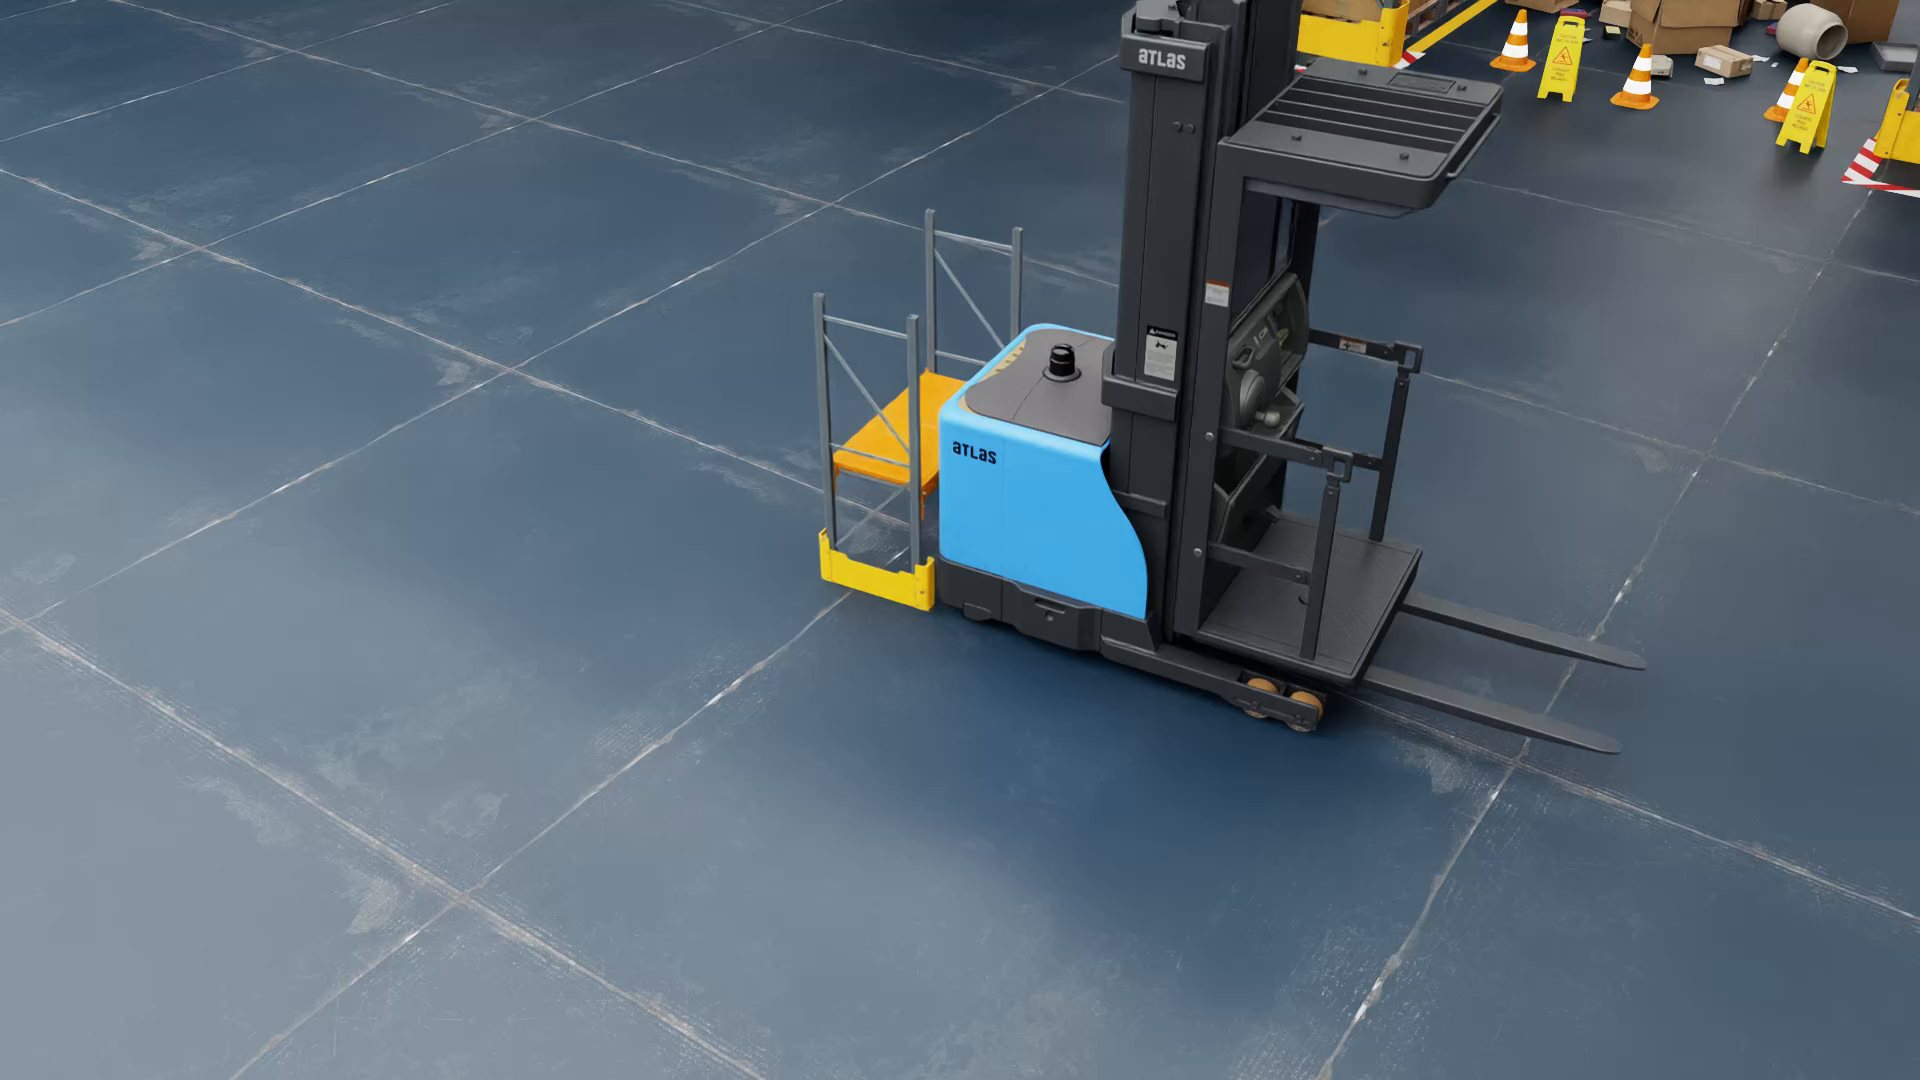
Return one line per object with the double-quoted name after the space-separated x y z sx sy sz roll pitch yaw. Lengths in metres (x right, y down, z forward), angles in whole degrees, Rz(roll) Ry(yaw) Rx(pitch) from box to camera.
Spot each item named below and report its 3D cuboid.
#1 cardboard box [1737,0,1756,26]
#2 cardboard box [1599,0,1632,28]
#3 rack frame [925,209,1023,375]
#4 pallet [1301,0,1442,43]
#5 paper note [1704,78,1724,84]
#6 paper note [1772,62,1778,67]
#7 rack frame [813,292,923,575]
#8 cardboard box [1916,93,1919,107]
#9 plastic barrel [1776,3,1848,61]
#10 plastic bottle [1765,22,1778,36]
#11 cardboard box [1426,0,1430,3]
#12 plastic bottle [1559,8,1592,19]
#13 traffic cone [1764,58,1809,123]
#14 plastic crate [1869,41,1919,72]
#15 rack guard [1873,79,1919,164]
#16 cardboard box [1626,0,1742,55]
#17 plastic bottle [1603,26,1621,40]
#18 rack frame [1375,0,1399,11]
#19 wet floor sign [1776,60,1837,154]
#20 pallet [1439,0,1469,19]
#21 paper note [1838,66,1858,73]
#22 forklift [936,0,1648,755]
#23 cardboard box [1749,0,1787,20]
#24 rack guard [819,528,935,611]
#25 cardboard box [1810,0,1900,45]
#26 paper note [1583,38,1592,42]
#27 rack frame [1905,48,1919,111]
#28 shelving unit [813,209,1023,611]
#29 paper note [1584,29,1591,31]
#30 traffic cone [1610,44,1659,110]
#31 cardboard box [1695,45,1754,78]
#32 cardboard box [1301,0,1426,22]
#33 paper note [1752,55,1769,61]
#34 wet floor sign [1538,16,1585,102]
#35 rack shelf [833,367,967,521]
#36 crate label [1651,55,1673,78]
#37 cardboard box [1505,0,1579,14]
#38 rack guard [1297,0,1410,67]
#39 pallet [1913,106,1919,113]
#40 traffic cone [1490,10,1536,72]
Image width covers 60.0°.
6.854 -5.073 15.181 0.797 0.637 0.503 21 39 28 "cardboard box"
6.096 -4.864 15.206 0.396 0.266 0.258 29 44 36 "cardboard box"
0.064 -0.880 8.212 0.500 1.500 0.032 16 37 22 "rack frame"
3.674 -4.773 15.120 1.003 0.211 1.213 21 39 28 "pallet"
6.310 -3.842 13.904 0.148 0.019 0.142 8 35 12 "paper note"
6.995 -4.081 14.276 0.032 0.001 0.123 21 39 28 "paper note"
-0.401 -0.373 7.463 0.500 1.500 0.032 16 37 22 "rack frame"
7.660 -3.505 12.834 0.500 0.250 0.500 21 39 28 "cardboard box"
7.340 -4.368 14.331 0.421 0.421 0.512 -9 35 -13 "plastic barrel"
7.410 -4.629 15.041 0.133 0.061 0.283 29 44 36 "plastic bottle"
4.114 -5.568 15.328 0.875 0.875 0.875 21 39 27 "cardboard box"
5.705 -4.876 15.405 0.283 0.061 0.133 8 35 12 "plastic bottle"
6.592 -3.560 13.101 0.336 0.463 0.334 21 39 28 "traffic cone"
8.118 -4.172 14.347 0.402 0.080 0.583 8 35 12 "plastic crate"
7.450 -3.000 12.240 1.175 0.500 0.348 21 39 28 "rack guard"
6.328 -4.584 14.579 0.797 0.503 0.637 -3 34 -4 "cardboard box"
5.857 -4.568 14.950 0.133 0.061 0.283 8 35 12 "plastic bottle"
3.282 -5.535 13.758 1.000 3.000 0.127 21 39 28 "rack frame"
6.419 -3.280 12.524 0.232 0.644 0.267 -22 40 -29 "wet floor sign"
4.370 -5.332 15.947 1.003 0.211 1.213 21 39 28 "pallet"
7.563 -4.013 14.156 0.142 0.019 0.148 8 35 12 "paper note"
1.437 -0.744 6.734 3.031 2.935 1.130 17 37 23 "forklift"
7.459 -5.020 15.436 0.258 0.266 0.396 -3 34 -4 "cardboard box"
-0.392 0.135 7.827 0.587 0.250 0.087 16 37 22 "rack guard"
7.958 -4.749 14.823 0.500 0.500 0.500 -9 35 -13 "cardboard box"
5.547 -4.465 14.827 0.142 0.017 0.144 -22 40 -29 "paper note"
7.406 -4.001 11.488 1.000 3.000 0.127 21 39 28 "rack frame"
-0.164 -0.631 7.844 0.587 1.500 1.083 16 37 22 "shelving unit"
5.663 -4.627 15.083 0.123 0.001 0.032 -15 37 -21 "paper note"
5.486 -3.758 13.394 0.336 0.463 0.334 21 39 28 "traffic cone"
6.494 -4.068 14.133 0.250 0.149 0.380 -15 37 -21 "cardboard box"
3.614 -5.162 14.728 0.875 0.875 0.875 21 40 28 "cardboard box"
6.918 -4.180 14.414 0.142 0.019 0.148 -22 40 -29 "paper note"
4.892 -3.914 13.462 0.267 0.644 0.232 14 37 20 "wet floor sign"
-0.168 -0.477 7.938 0.538 0.185 1.000 16 37 22 "rack shelf"
5.883 -4.005 14.049 0.250 0.136 0.298 3 34 4 "crate label"
5.521 -5.300 15.638 0.500 0.500 0.500 29 44 36 "cardboard box"
3.268 -4.489 14.441 1.175 0.500 0.348 21 39 28 "rack guard"
7.942 -3.243 12.857 1.003 0.211 1.213 21 39 28 "pallet"
4.751 -4.275 14.159 0.336 0.463 0.334 21 39 28 "traffic cone"
